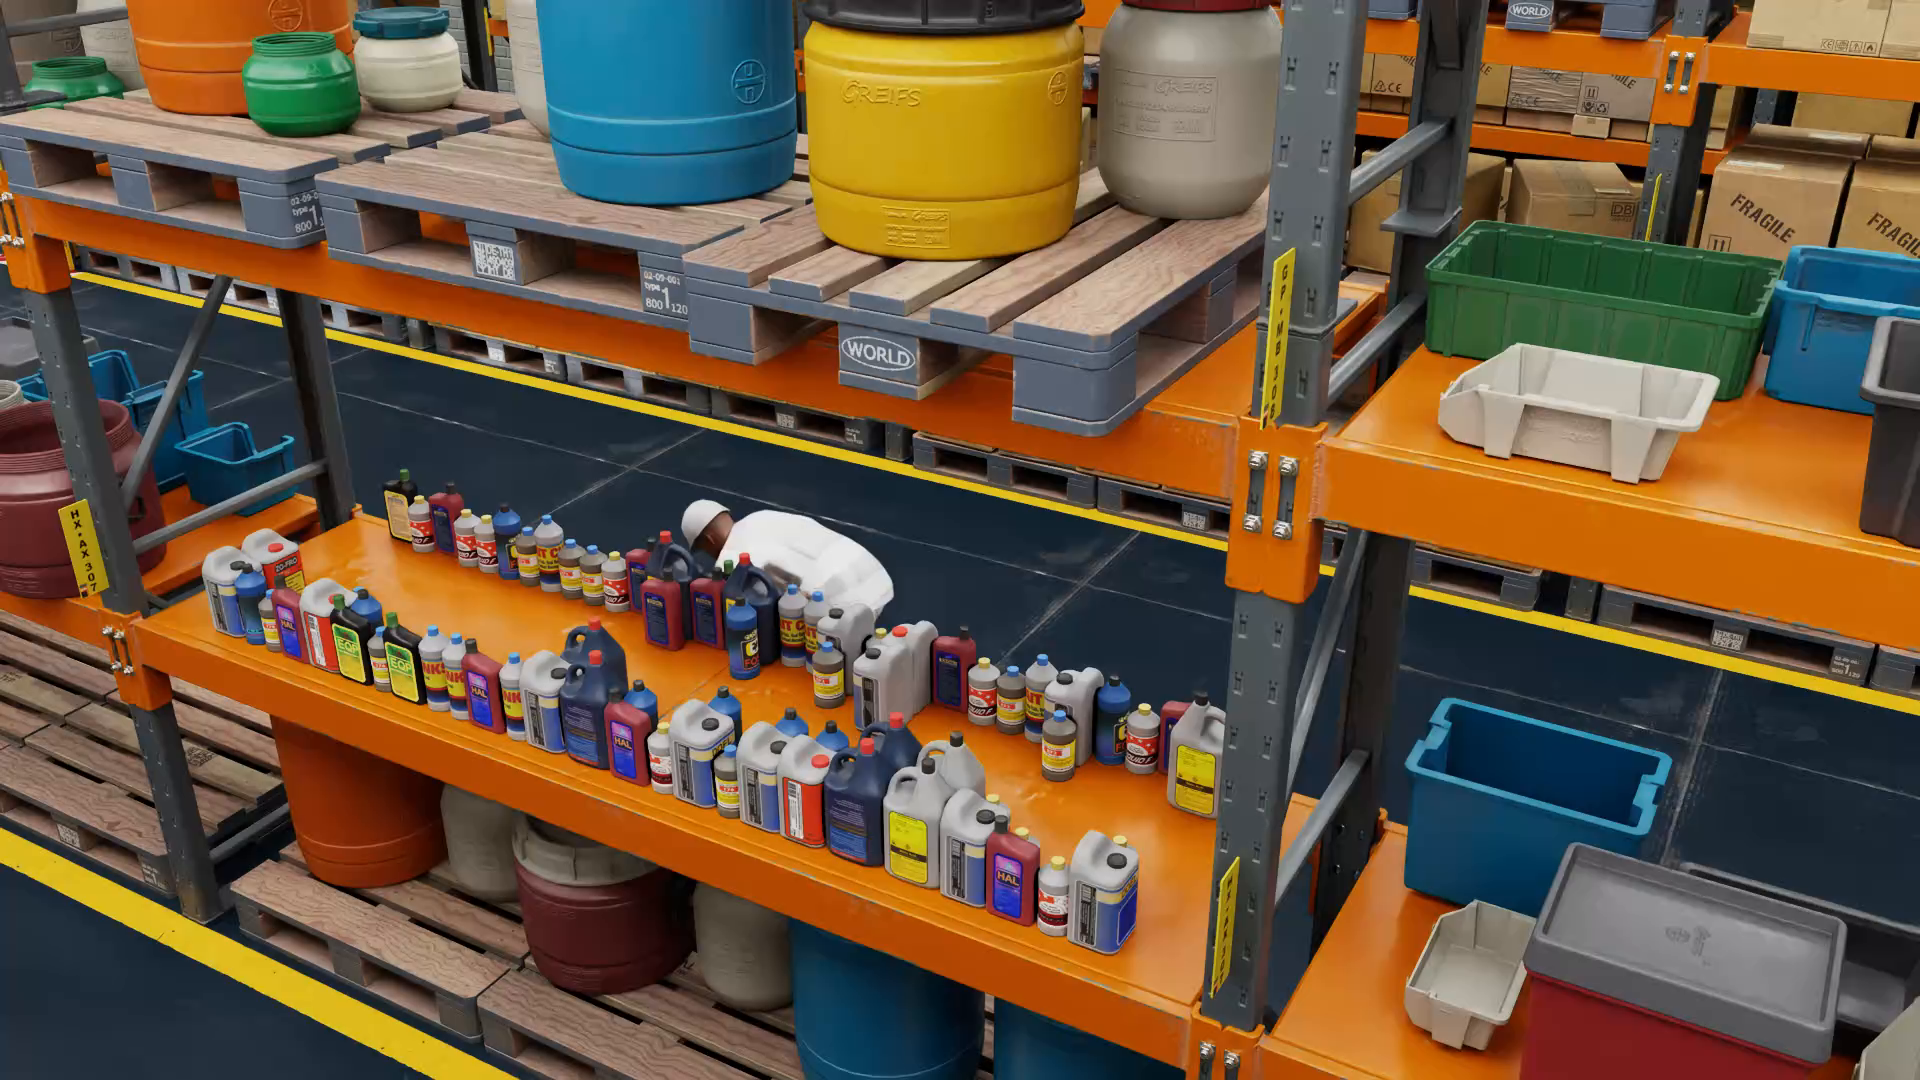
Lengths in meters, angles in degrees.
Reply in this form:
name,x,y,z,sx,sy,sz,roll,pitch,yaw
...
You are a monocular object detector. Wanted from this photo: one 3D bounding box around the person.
name,x,y,z,sx,sy,sz,roll,pitch,yaw
person,-0.770,0.355,7.265,0.970,0.995,0.551,14,29,25
